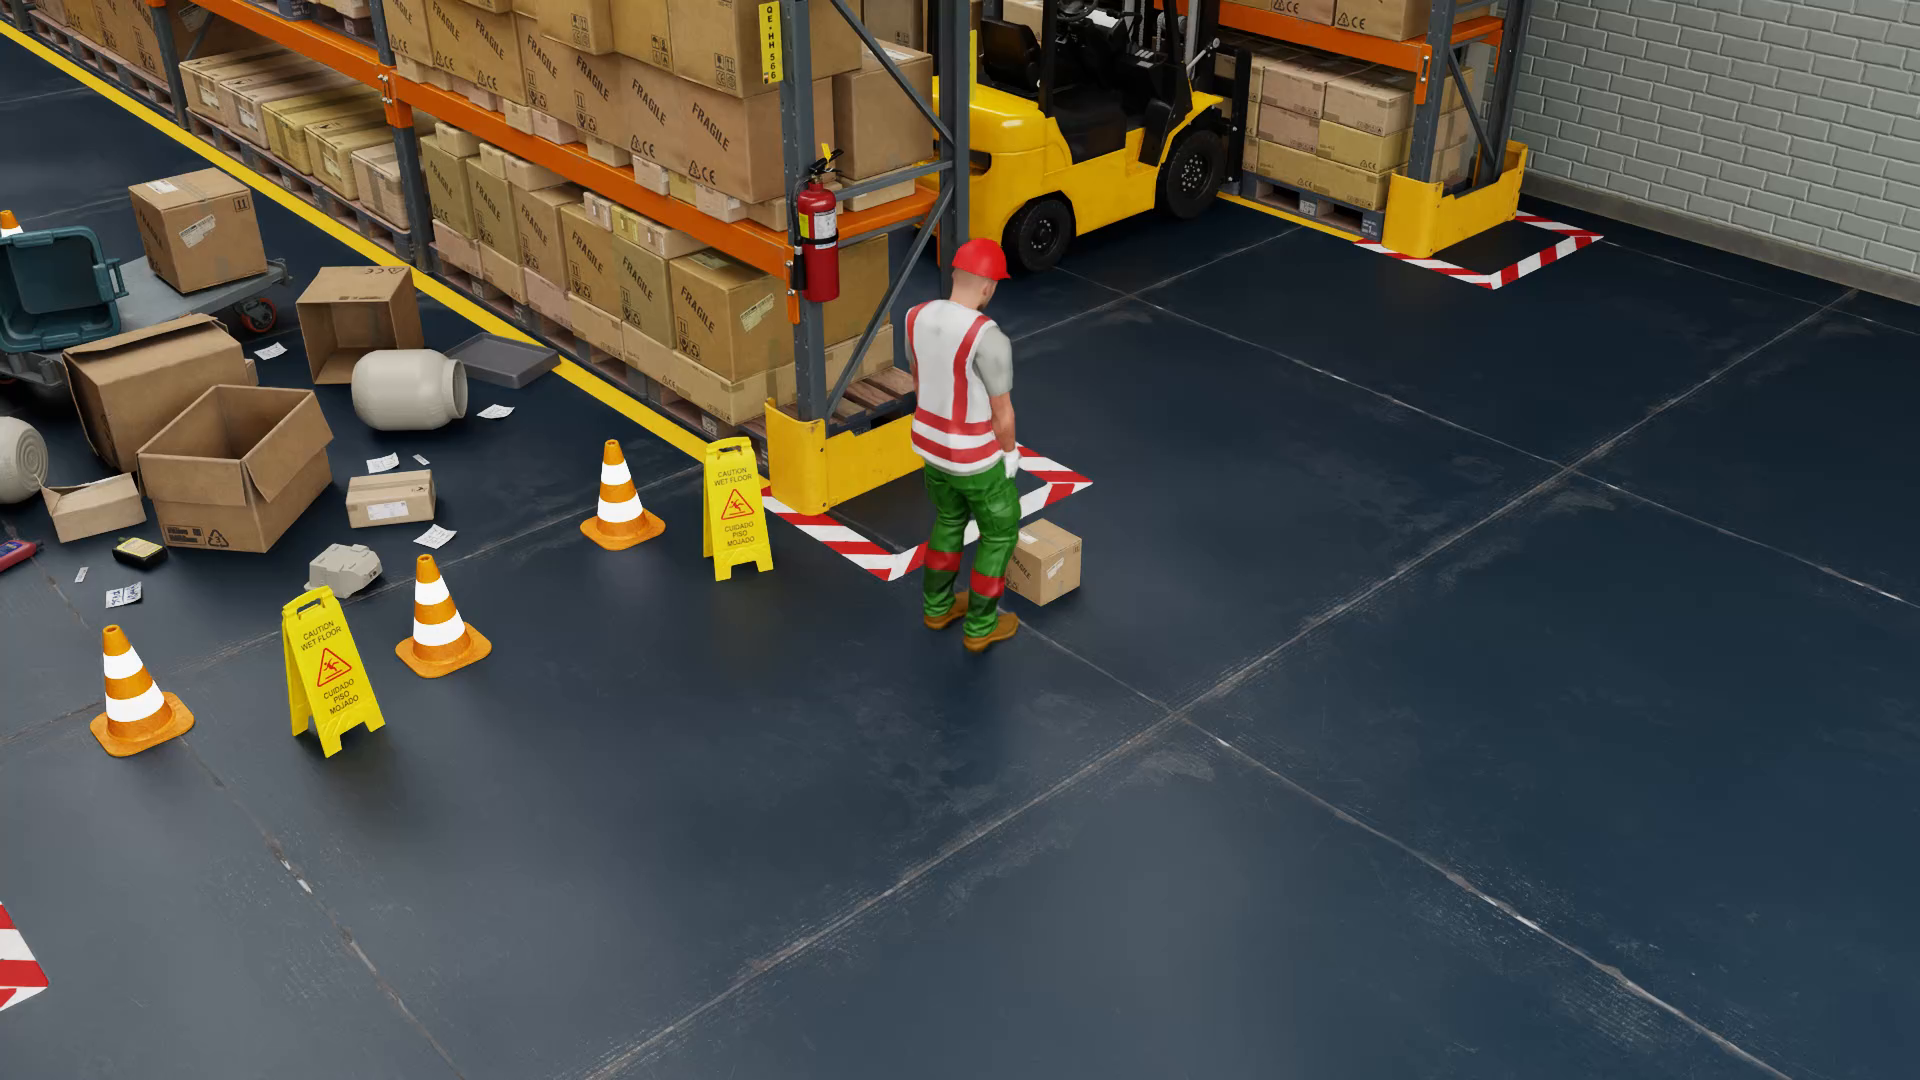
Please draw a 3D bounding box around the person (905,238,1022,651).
[{"bbox_3d":[0.024,-0.383,6.784,0.443,1.744,0.541,-27,41,-37],"label":"person"}]
